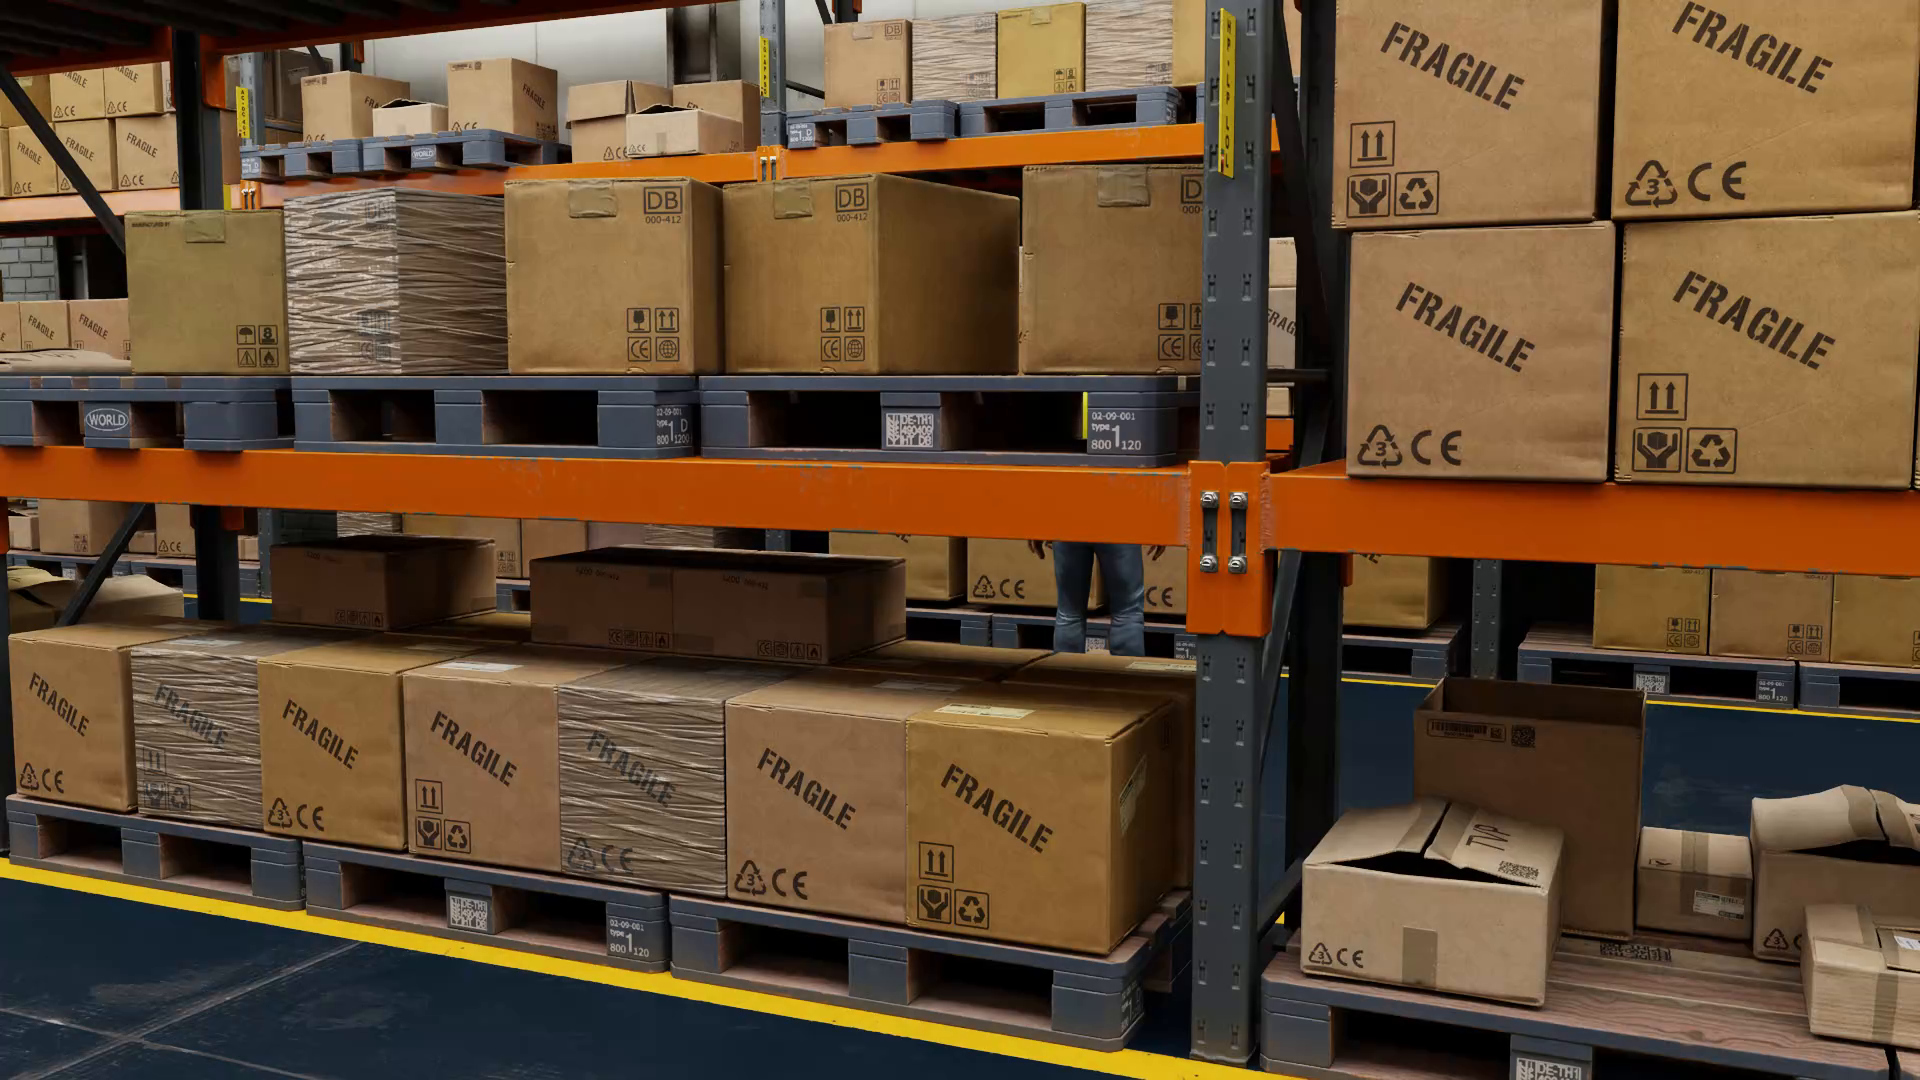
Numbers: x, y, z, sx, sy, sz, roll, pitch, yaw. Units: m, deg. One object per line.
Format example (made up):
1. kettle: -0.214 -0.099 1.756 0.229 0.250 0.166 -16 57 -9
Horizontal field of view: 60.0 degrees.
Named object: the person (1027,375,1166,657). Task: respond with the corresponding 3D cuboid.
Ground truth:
1. person: 0.597 -0.083 7.315 0.634 1.760 0.459 2 6 20
